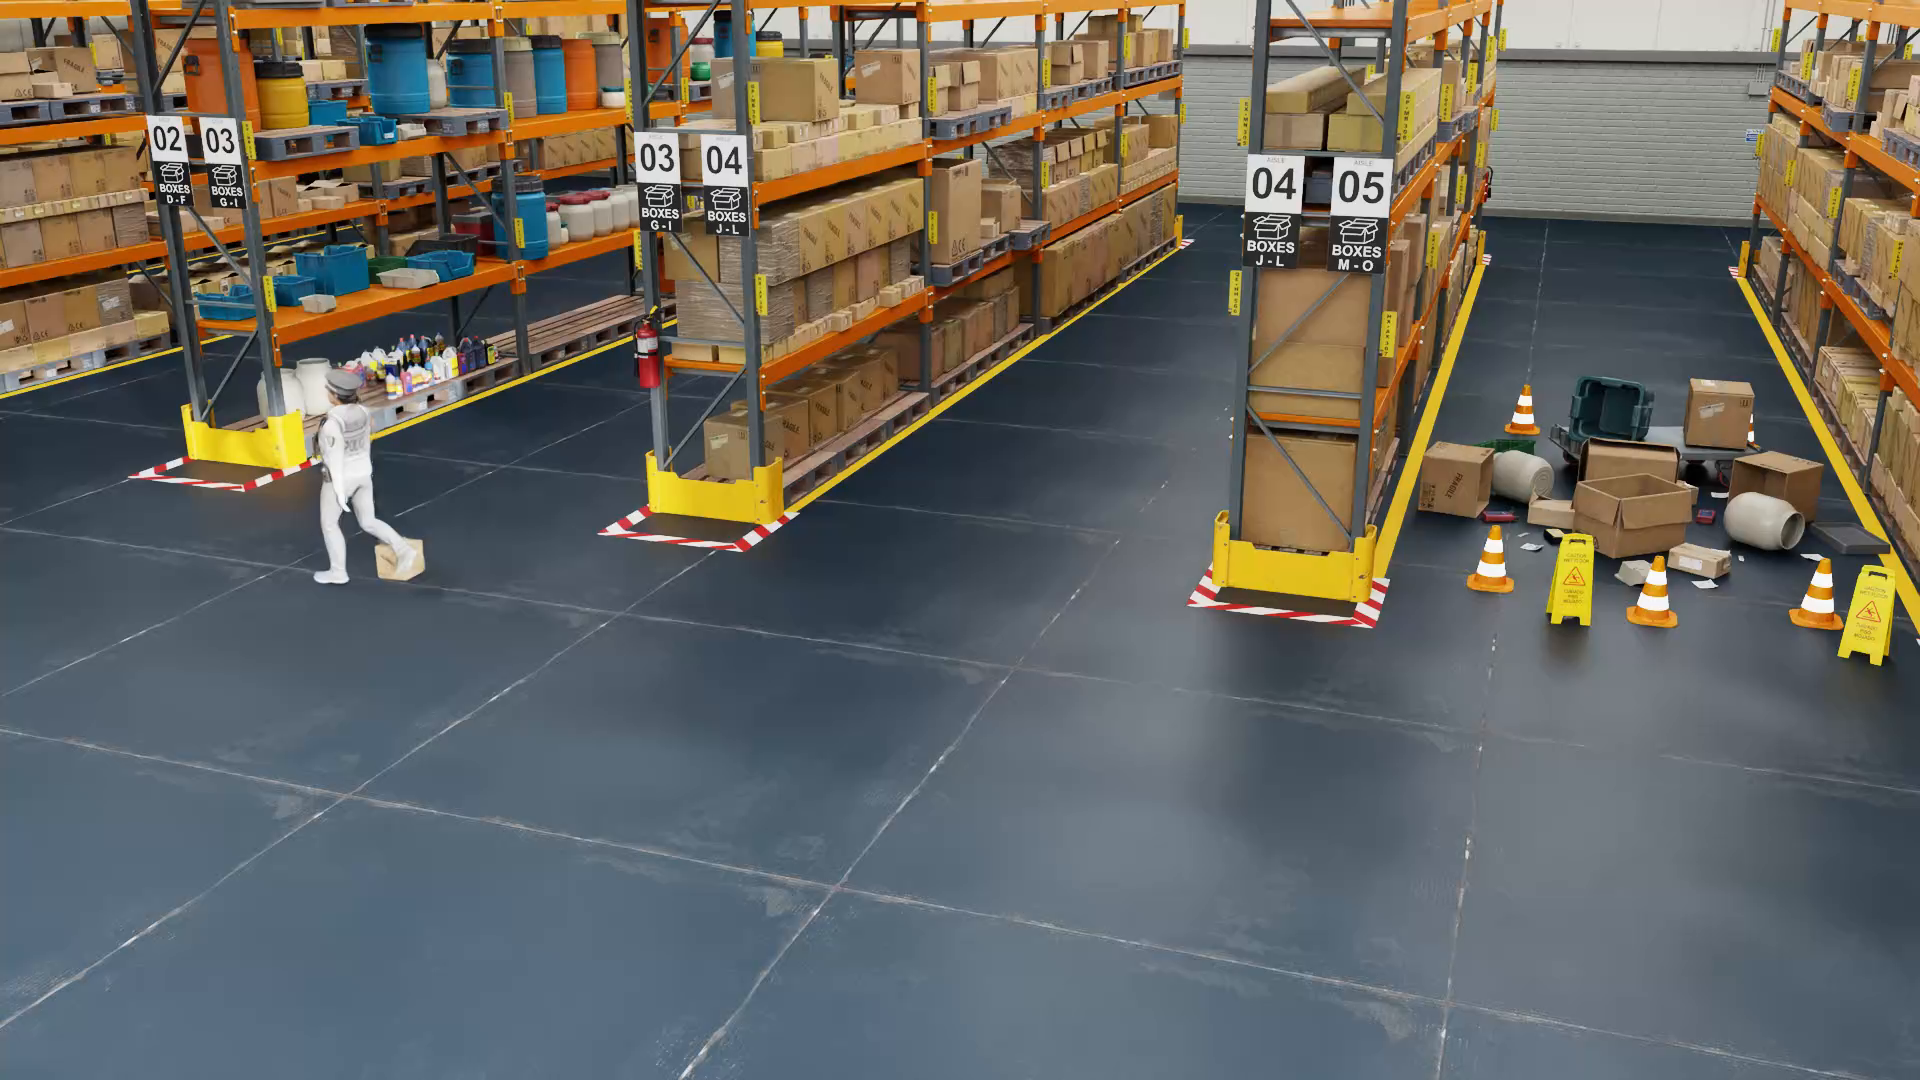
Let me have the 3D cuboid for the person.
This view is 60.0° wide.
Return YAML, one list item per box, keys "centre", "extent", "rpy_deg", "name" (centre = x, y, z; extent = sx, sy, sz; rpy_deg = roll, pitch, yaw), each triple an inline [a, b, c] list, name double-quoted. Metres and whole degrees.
- centre: [-4.500, -0.455, 12.333]
  extent: [0.840, 1.660, 0.482]
  rpy_deg: [8, 20, 23]
  name: "person"
